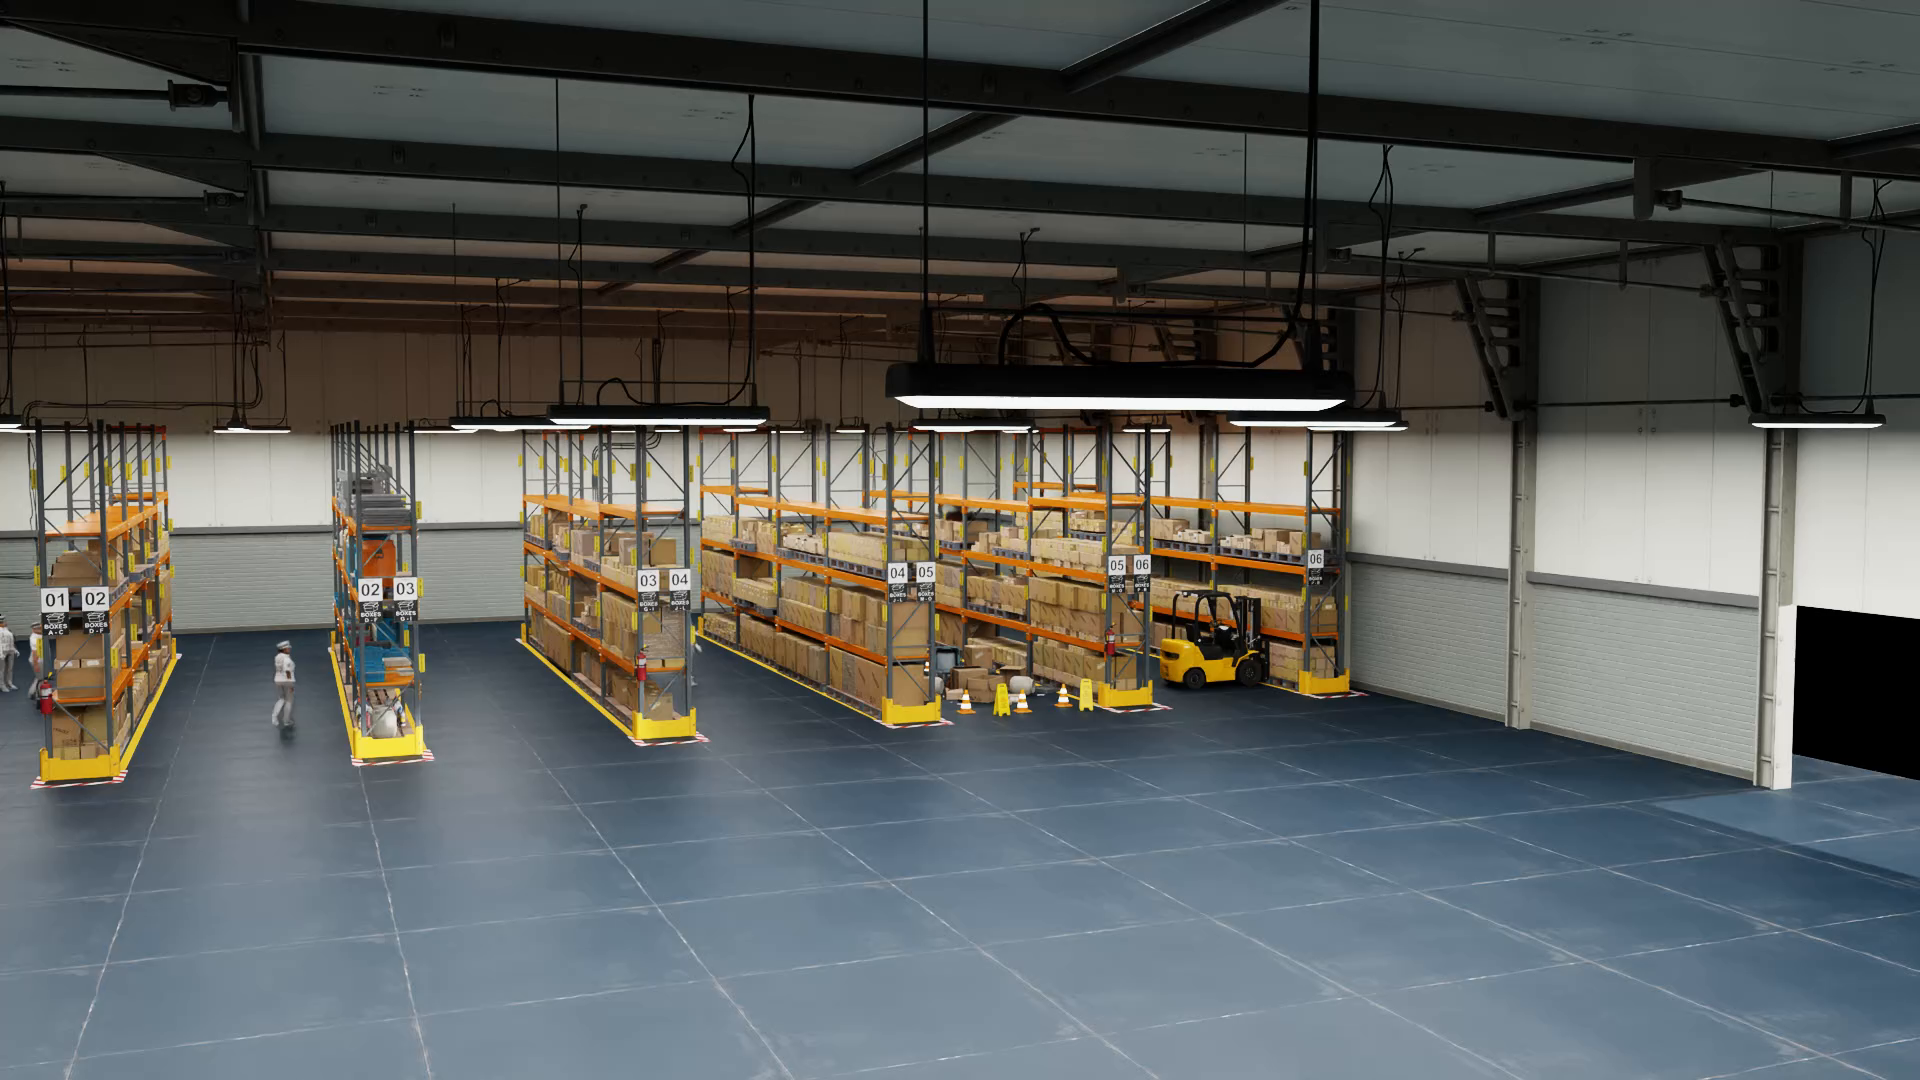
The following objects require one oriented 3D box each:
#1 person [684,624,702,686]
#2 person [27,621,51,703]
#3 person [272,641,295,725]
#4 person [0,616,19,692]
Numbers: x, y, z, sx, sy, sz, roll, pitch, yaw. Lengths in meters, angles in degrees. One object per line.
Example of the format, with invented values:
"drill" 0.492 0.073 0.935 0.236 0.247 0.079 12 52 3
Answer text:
"person" -6.219 2.460 38.211 0.617 1.817 0.658 0 4 -2
"person" -19.656 2.613 35.514 0.503 1.774 0.557 -3 5 -41
"person" -13.316 2.822 32.754 0.448 1.681 0.485 1 4 12
"person" -21.509 2.547 37.521 0.446 1.696 0.519 1 4 20
